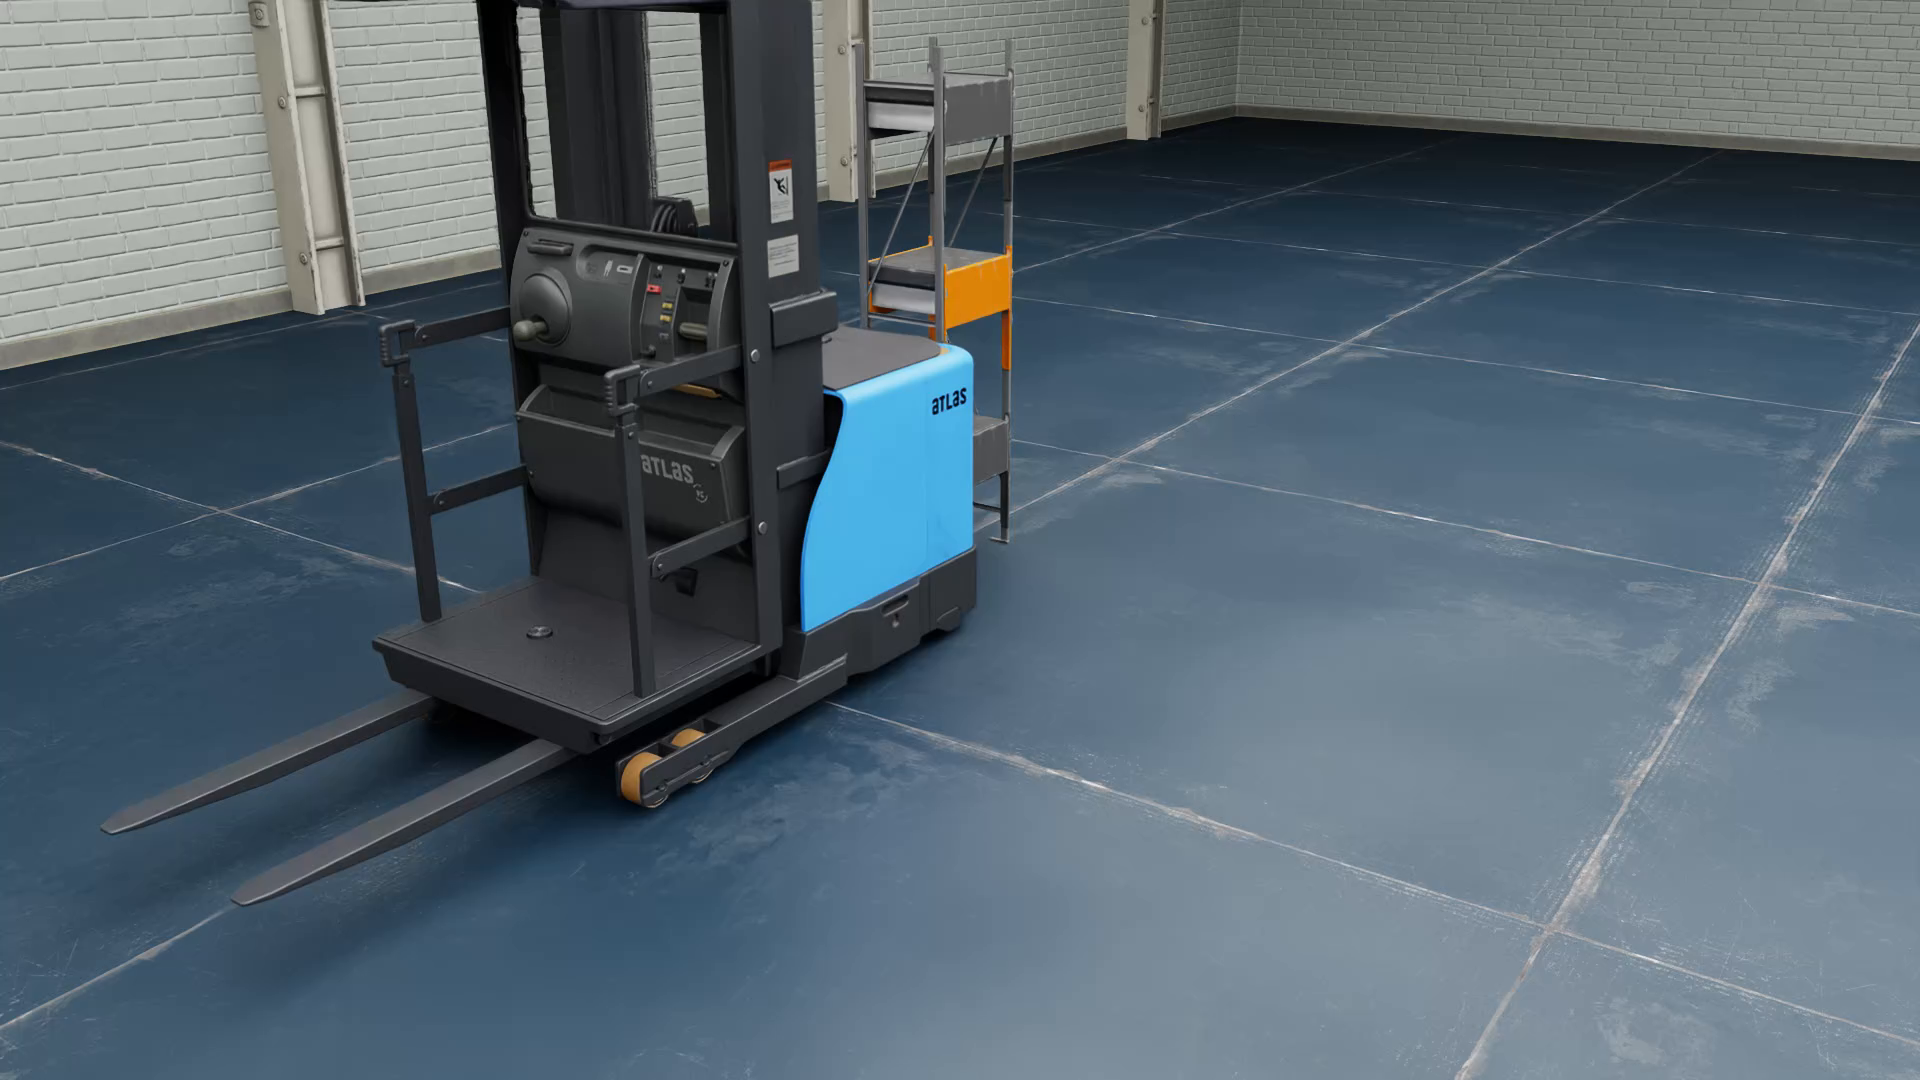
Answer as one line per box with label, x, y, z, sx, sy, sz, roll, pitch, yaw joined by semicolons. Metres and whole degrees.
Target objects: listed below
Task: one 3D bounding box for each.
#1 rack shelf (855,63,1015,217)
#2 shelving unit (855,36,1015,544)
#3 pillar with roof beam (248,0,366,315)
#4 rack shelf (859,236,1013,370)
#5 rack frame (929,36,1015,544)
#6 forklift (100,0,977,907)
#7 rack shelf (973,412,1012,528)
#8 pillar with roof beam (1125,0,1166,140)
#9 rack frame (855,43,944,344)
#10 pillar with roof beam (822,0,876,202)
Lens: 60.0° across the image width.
rack shelf;-0.093;-1.581;6.534;0.431;0.518;0.480;13;24;32
shelving unit;-0.093;-0.937;6.772;0.431;2.100;0.503;13;24;32
pillar with roof beam;-0.878;-5.018;7.861;9.100;9.000;0.400;13;24;32
rack shelf;-0.093;-0.925;6.777;0.431;0.518;0.480;13;24;32
rack frame;0.044;-1.007;6.962;0.400;2.100;0.015;13;24;32
forklift;-1.194;-0.749;5.064;1.130;2.935;3.031;14;24;33
rack shelf;-0.093;-0.268;7.020;0.431;0.518;0.480;13;24;32
pillar with roof beam;5.868;-8.461;17.169;9.100;9.000;0.400;13;24;32
rack frame;-0.230;-0.867;6.583;0.400;2.100;0.015;13;24;32
pillar with roof beam;2.495;-6.740;12.515;9.100;9.000;0.400;13;24;32
